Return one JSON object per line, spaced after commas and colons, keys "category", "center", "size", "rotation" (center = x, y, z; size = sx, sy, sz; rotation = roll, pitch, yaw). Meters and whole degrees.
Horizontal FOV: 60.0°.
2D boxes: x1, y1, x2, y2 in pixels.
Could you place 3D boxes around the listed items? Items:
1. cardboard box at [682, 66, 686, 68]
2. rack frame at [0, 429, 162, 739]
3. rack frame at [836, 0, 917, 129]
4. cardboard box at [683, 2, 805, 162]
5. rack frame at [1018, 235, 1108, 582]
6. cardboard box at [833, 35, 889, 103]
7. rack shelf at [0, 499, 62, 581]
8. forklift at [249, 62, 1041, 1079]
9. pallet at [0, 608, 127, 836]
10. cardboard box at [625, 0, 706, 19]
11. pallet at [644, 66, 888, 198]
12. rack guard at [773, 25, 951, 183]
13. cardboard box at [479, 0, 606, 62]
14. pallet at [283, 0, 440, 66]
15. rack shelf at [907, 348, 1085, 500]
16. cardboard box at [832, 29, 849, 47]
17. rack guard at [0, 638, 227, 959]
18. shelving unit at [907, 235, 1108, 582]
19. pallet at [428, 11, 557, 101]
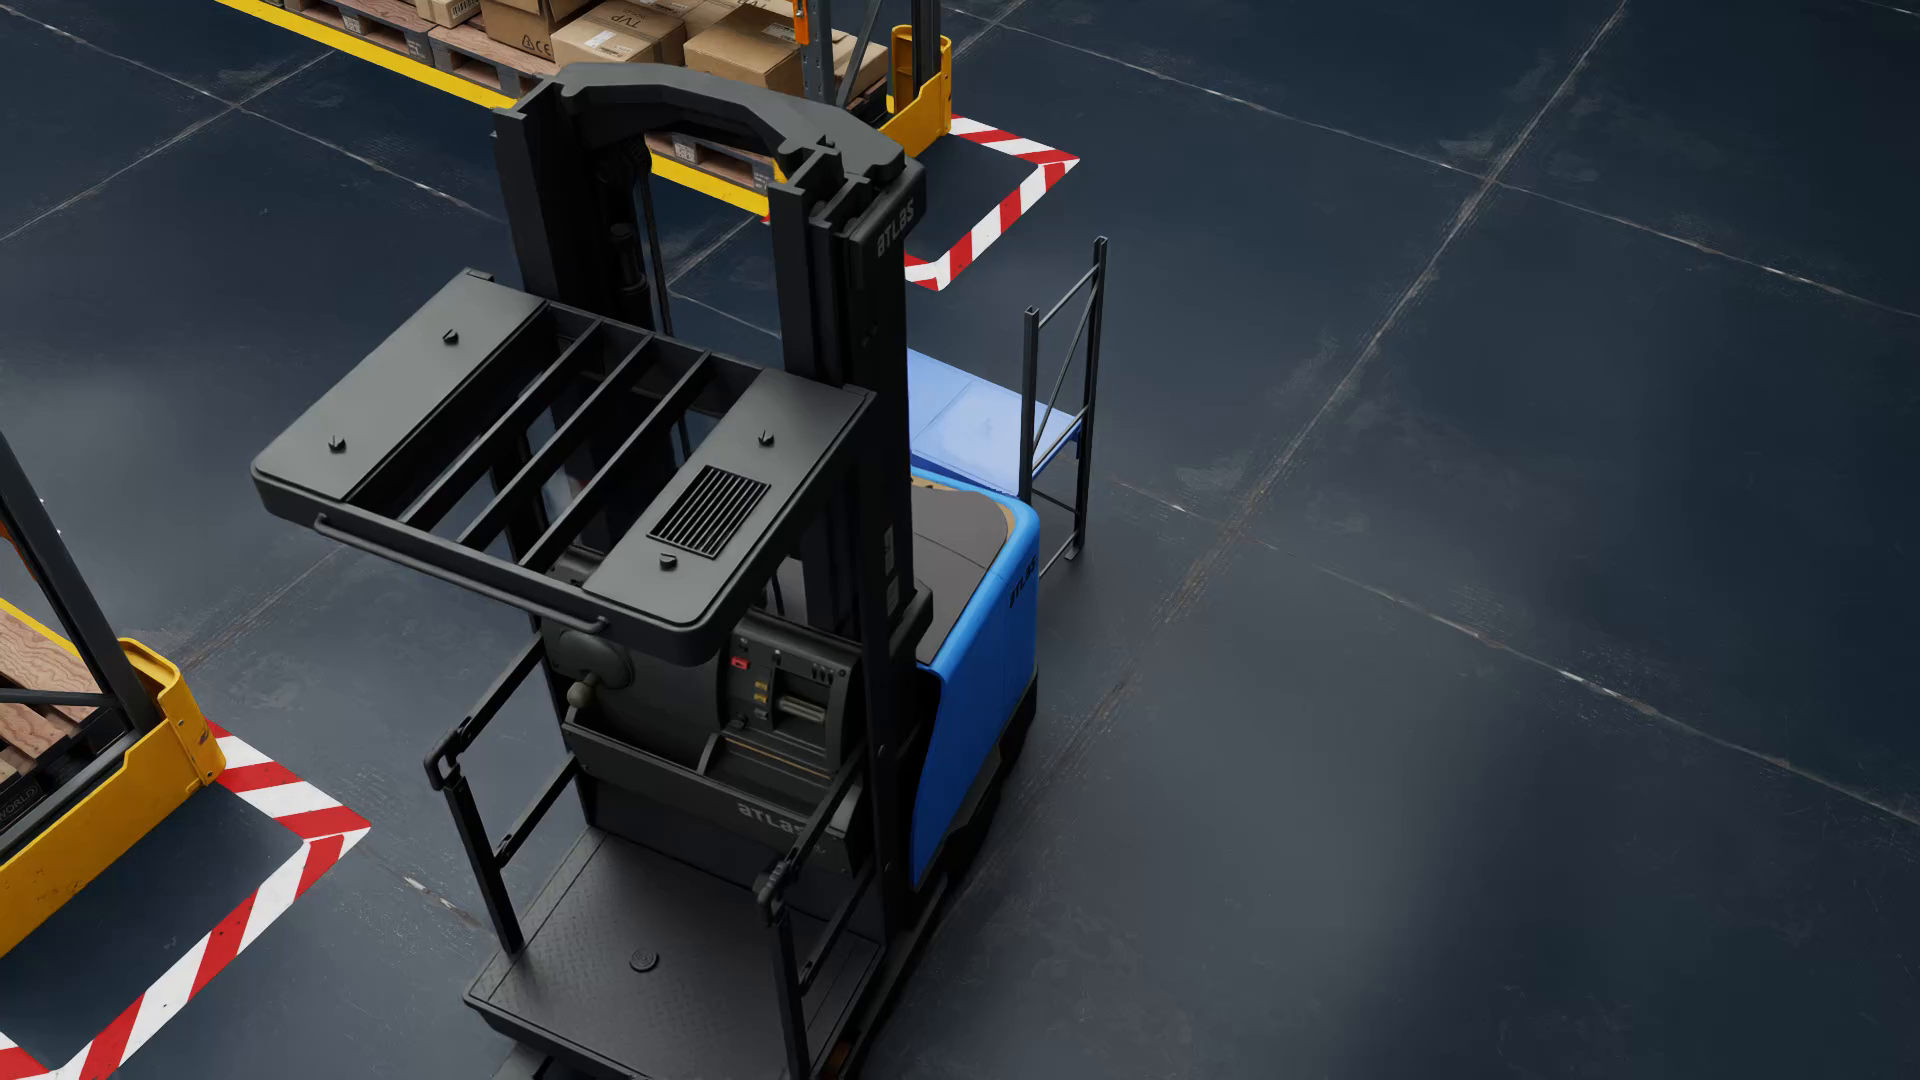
{"category": "cardboard box", "center": [-1.299, -2.389, 8.648], "size": [0.250, 0.166, 0.380], "rotation": [25, 51, 22]}
{"category": "rack frame", "center": [-3.094, 0.039, 4.620], "size": [0.127, 3.000, 1.000], "rotation": [25, 51, 22]}
{"category": "rack frame", "center": [-0.415, -2.952, 7.527], "size": [0.053, 2.616, 0.949], "rotation": [25, 51, 22]}
{"category": "cardboard box", "center": [-1.007, -2.294, 8.324], "size": [0.500, 0.500, 0.500], "rotation": [25, 51, 22]}
{"category": "rack frame", "center": [0.356, -0.359, 6.053], "size": [0.032, 1.500, 0.500], "rotation": [25, 51, 22]}
{"category": "cardboard box", "center": [-0.583, -2.479, 8.749], "size": [0.250, 0.149, 0.380], "rotation": [25, 51, 22]}
{"category": "rack shelf", "center": [-4.777, -0.485, 5.631], "size": [4.000, 0.370, 1.077], "rotation": [25, 51, 22]}
{"category": "forklift", "center": [-0.797, 0.435, 4.284], "size": [1.130, 2.935, 3.031], "rotation": [18, 49, 17]}
{"category": "pallet", "center": [-3.767, 0.668, 5.954], "size": [1.213, 0.211, 1.003], "rotation": [25, 51, 22]}
{"category": "cardboard box", "center": [-1.563, -2.914, 9.100], "size": [0.500, 0.250, 0.500], "rotation": [25, 51, 22]}
{"category": "pallet", "center": [-1.152, -2.315, 8.853], "size": [1.213, 0.211, 1.003], "rotation": [25, 51, 22]}
{"category": "rack guard", "center": [-0.480, -2.108, 8.450], "size": [0.348, 0.500, 1.175], "rotation": [25, 51, 22]}
{"category": "cardboard box", "center": [-2.199, -3.057, 9.063], "size": [0.637, 0.503, 0.797], "rotation": [25, 51, 22]}
{"category": "pallet", "center": [-3.206, -3.260, 9.771], "size": [1.213, 0.211, 1.003], "rotation": [25, 51, 22]}
{"category": "rack shelf", "center": [-0.072, -0.430, 6.373], "size": [1.000, 0.185, 0.538], "rotation": [25, 51, 22]}
{"category": "cardboard box", "center": [-0.794, -2.582, 8.836], "size": [0.250, 0.166, 0.380], "rotation": [25, 51, 22]}
{"category": "rack guard", "center": [-3.067, 0.912, 5.515], "size": [0.348, 0.500, 1.175], "rotation": [25, 51, 22]}
{"category": "shelving unit", "center": [-0.072, -0.556, 6.244], "size": [1.048, 1.500, 0.538], "rotation": [25, 51, 22]}
{"category": "pallet", "center": [-2.175, -2.788, 9.312], "size": [1.213, 0.211, 1.003], "rotation": [25, 51, 22]}
